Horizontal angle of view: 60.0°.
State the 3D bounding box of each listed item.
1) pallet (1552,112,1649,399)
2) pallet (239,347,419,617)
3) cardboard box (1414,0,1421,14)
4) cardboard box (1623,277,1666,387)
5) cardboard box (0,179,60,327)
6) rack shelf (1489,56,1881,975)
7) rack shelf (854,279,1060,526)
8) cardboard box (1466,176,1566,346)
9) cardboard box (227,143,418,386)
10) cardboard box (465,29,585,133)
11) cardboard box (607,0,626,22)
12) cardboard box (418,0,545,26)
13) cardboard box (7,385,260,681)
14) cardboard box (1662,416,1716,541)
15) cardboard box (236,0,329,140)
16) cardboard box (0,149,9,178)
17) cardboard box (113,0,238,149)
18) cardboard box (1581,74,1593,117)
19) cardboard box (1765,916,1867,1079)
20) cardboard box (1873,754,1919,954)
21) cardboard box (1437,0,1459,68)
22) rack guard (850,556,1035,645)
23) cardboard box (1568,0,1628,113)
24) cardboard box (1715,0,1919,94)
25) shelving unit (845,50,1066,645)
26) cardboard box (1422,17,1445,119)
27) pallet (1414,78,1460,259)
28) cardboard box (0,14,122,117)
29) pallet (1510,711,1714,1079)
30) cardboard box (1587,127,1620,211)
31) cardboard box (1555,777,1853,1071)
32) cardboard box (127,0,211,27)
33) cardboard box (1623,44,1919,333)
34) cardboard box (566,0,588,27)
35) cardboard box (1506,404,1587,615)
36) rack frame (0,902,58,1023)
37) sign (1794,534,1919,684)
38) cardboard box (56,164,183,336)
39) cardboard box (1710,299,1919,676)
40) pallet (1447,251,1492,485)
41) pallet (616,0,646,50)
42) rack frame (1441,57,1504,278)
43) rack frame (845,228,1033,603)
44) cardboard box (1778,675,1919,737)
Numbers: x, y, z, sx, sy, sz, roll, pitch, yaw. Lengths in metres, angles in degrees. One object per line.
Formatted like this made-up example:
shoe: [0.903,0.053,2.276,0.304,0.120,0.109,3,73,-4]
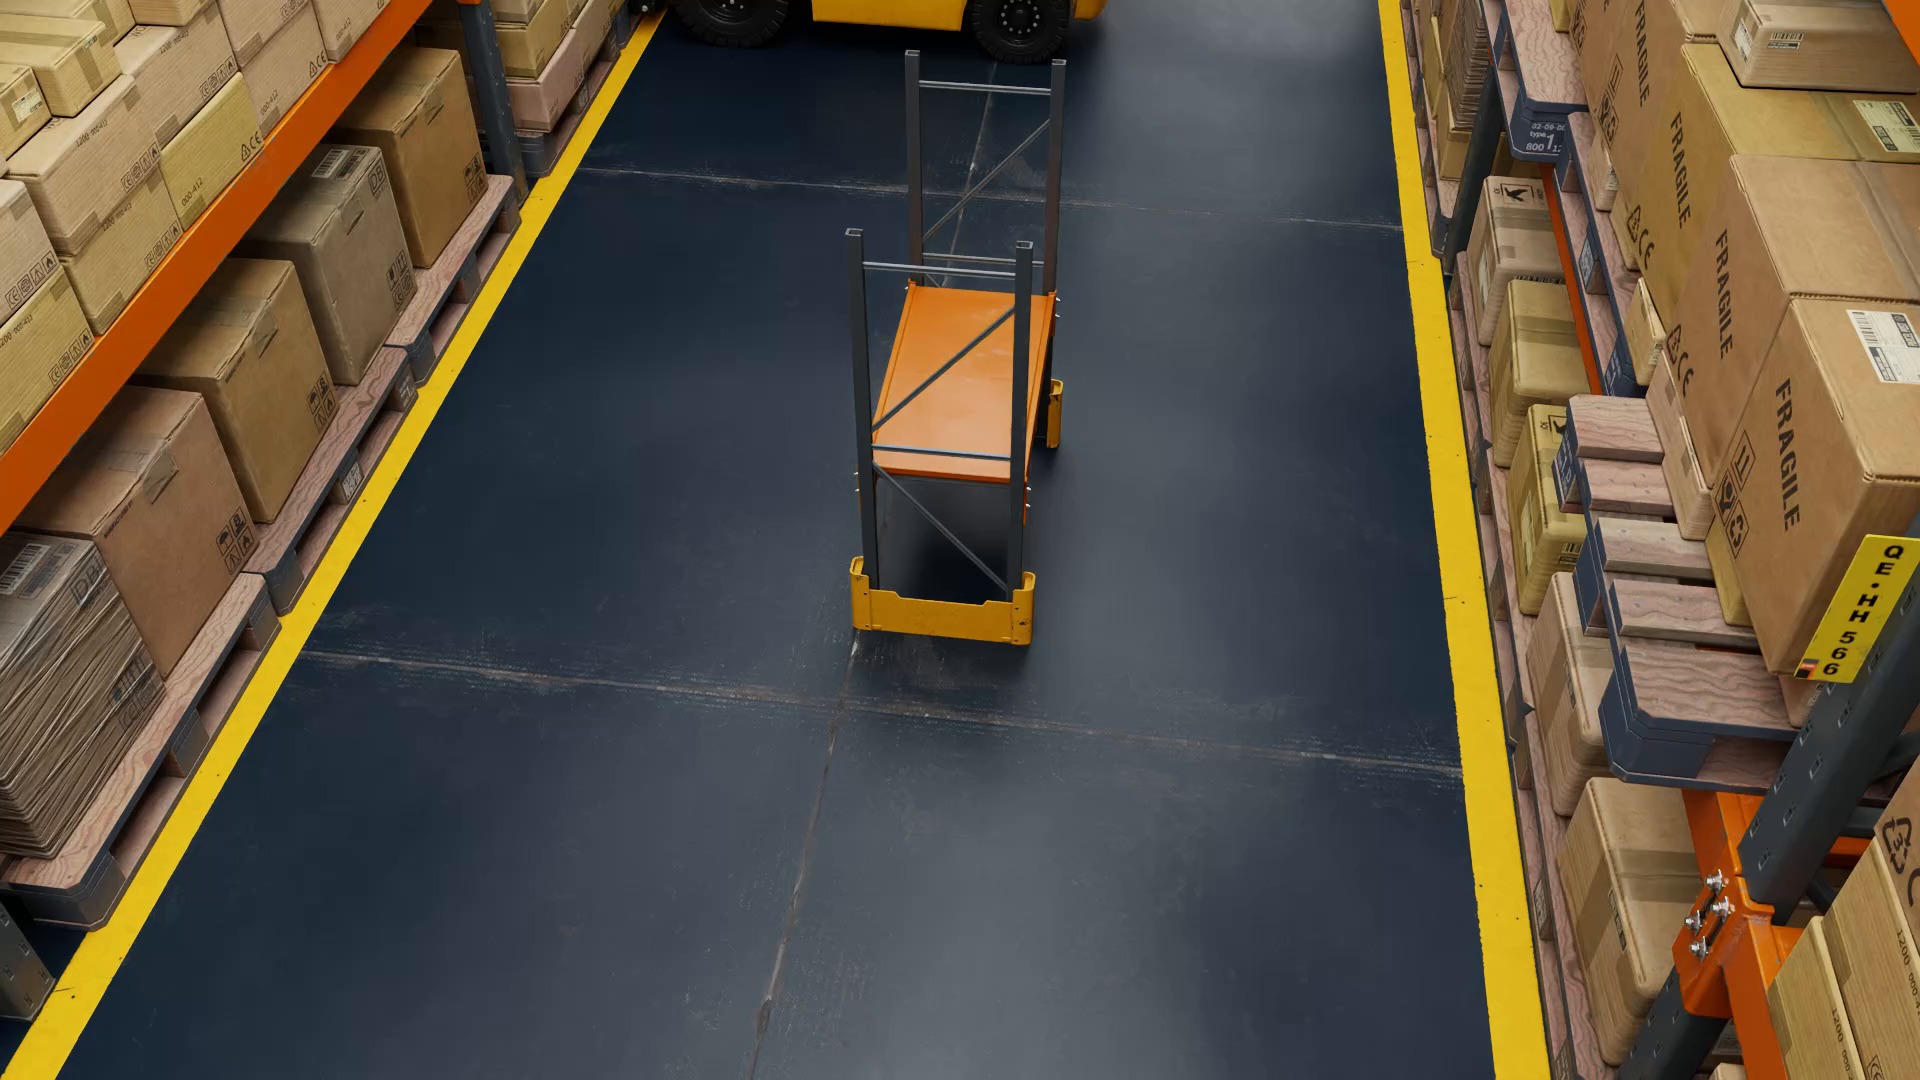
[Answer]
pallet: [2.203,-0.733,4.482,1.003,0.211,1.213,5,44,6]
pallet: [-2.628,-0.273,5.884,1.003,0.211,1.213,5,44,6]
cardboard box: [2.524,-2.811,8.232,0.500,0.250,0.500,8,44,8]
cardboard box: [1.808,-0.481,3.953,0.380,0.149,0.250,6,44,6]
cardboard box: [-2.571,-0.647,3.997,0.500,0.250,0.500,7,44,7]
rack shelf: [2.246,-0.552,4.674,1.077,0.370,4.000,5,44,6]
rack shelf: [0.011,-0.472,5.419,0.538,0.185,1.000,5,44,6]
cardboard box: [2.443,-1.017,6.248,0.950,0.372,0.625,6,44,6]
cardboard box: [-2.578,-1.030,6.078,0.875,0.625,0.625,5,44,5]
cardboard box: [-2.018,-2.078,7.458,0.500,0.250,0.500,6,44,6]
cardboard box: [-1.914,-2.777,8.196,0.500,0.250,0.500,6,44,6]
cardboard box: [-2.035,-2.443,7.116,0.500,0.250,0.500,5,44,5]
cardboard box: [-2.765,-0.059,5.052,0.875,0.625,0.625,7,44,7]
cardboard box: [1.744,-0.121,3.574,0.380,0.149,0.250,5,44,5]
cardboard box: [-2.375,-1.524,5.287,0.500,0.250,0.500,5,44,6]
cardboard box: [-2.540,-0.900,3.974,0.380,0.149,0.250,6,44,6]
cardboard box: [-2.441,-1.353,4.742,0.500,0.250,0.500,6,44,6]
cardboard box: [2.045,-1.348,4.870,0.380,0.149,0.250,6,44,6]
cardboard box: [1.667,0.915,2.711,0.500,0.250,0.500,5,44,5]
cardboard box: [1.674,0.464,2.278,0.500,0.500,0.500,4,44,4]
cardboard box: [2.388,-2.377,7.228,0.500,0.500,0.500,6,44,6]
rack guard: [-0.056,0.197,5.360,0.587,0.250,0.087,5,44,6]
cardboard box: [2.019,-1.502,4.560,0.500,0.500,0.500,5,44,5]
cardboard box: [1.918,-1.123,3.688,0.380,0.149,0.250,3,44,4]
shelving unit: [0.010,-0.597,5.289,0.587,1.500,1.083,5,44,6]
cardboard box: [2.383,-2.121,7.503,0.500,0.250,0.500,4,44,4]
pallet: [2.564,-1.624,7.312,1.003,0.211,1.213,5,44,6]
cardboard box: [-2.445,-1.242,4.335,0.380,0.149,0.250,6,44,6]
pallet: [2.086,1.030,4.509,1.003,0.211,1.213,5,44,6]
cardboard box: [1.924,-1.004,4.506,0.380,0.149,0.250,7,44,7]
cardboard box: [2.066,0.968,4.152,0.950,0.372,0.625,3,43,3]
cardboard box: [-2.333,-1.582,4.695,0.380,0.149,0.250,4,44,4]
cardboard box: [1.889,-0.779,3.797,0.500,0.500,0.500,3,43,3]
cardboard box: [-1.976,-2.605,7.651,0.500,0.250,0.500,5,44,5]
cardboard box: [2.262,-0.052,5.230,0.950,0.372,0.625,7,44,7]
rack frame: [-2.939,0.101,3.461,1.000,3.000,0.127,5,44,6]
sign: [1.442,0.115,2.662,0.100,0.325,0.005,5,44,6]
cardboard box: [-2.506,-0.818,4.542,0.500,0.250,0.500,4,44,4]
cardboard box: [1.766,-0.082,3.060,0.500,0.500,0.500,4,44,4]
pallet: [2.409,-0.633,6.265,1.003,0.211,1.213,5,44,6]
pallet: [-2.105,-2.984,8.748,1.003,0.211,1.213,5,44,6]
rack frame: [2.510,-2.176,5.867,1.000,3.000,0.127,5,44,6]
rack frame: [-0.056,-0.256,4.930,0.500,1.500,0.032,5,44,6]
cardboard box: [1.792,0.244,3.188,0.380,0.149,0.250,7,44,7]
